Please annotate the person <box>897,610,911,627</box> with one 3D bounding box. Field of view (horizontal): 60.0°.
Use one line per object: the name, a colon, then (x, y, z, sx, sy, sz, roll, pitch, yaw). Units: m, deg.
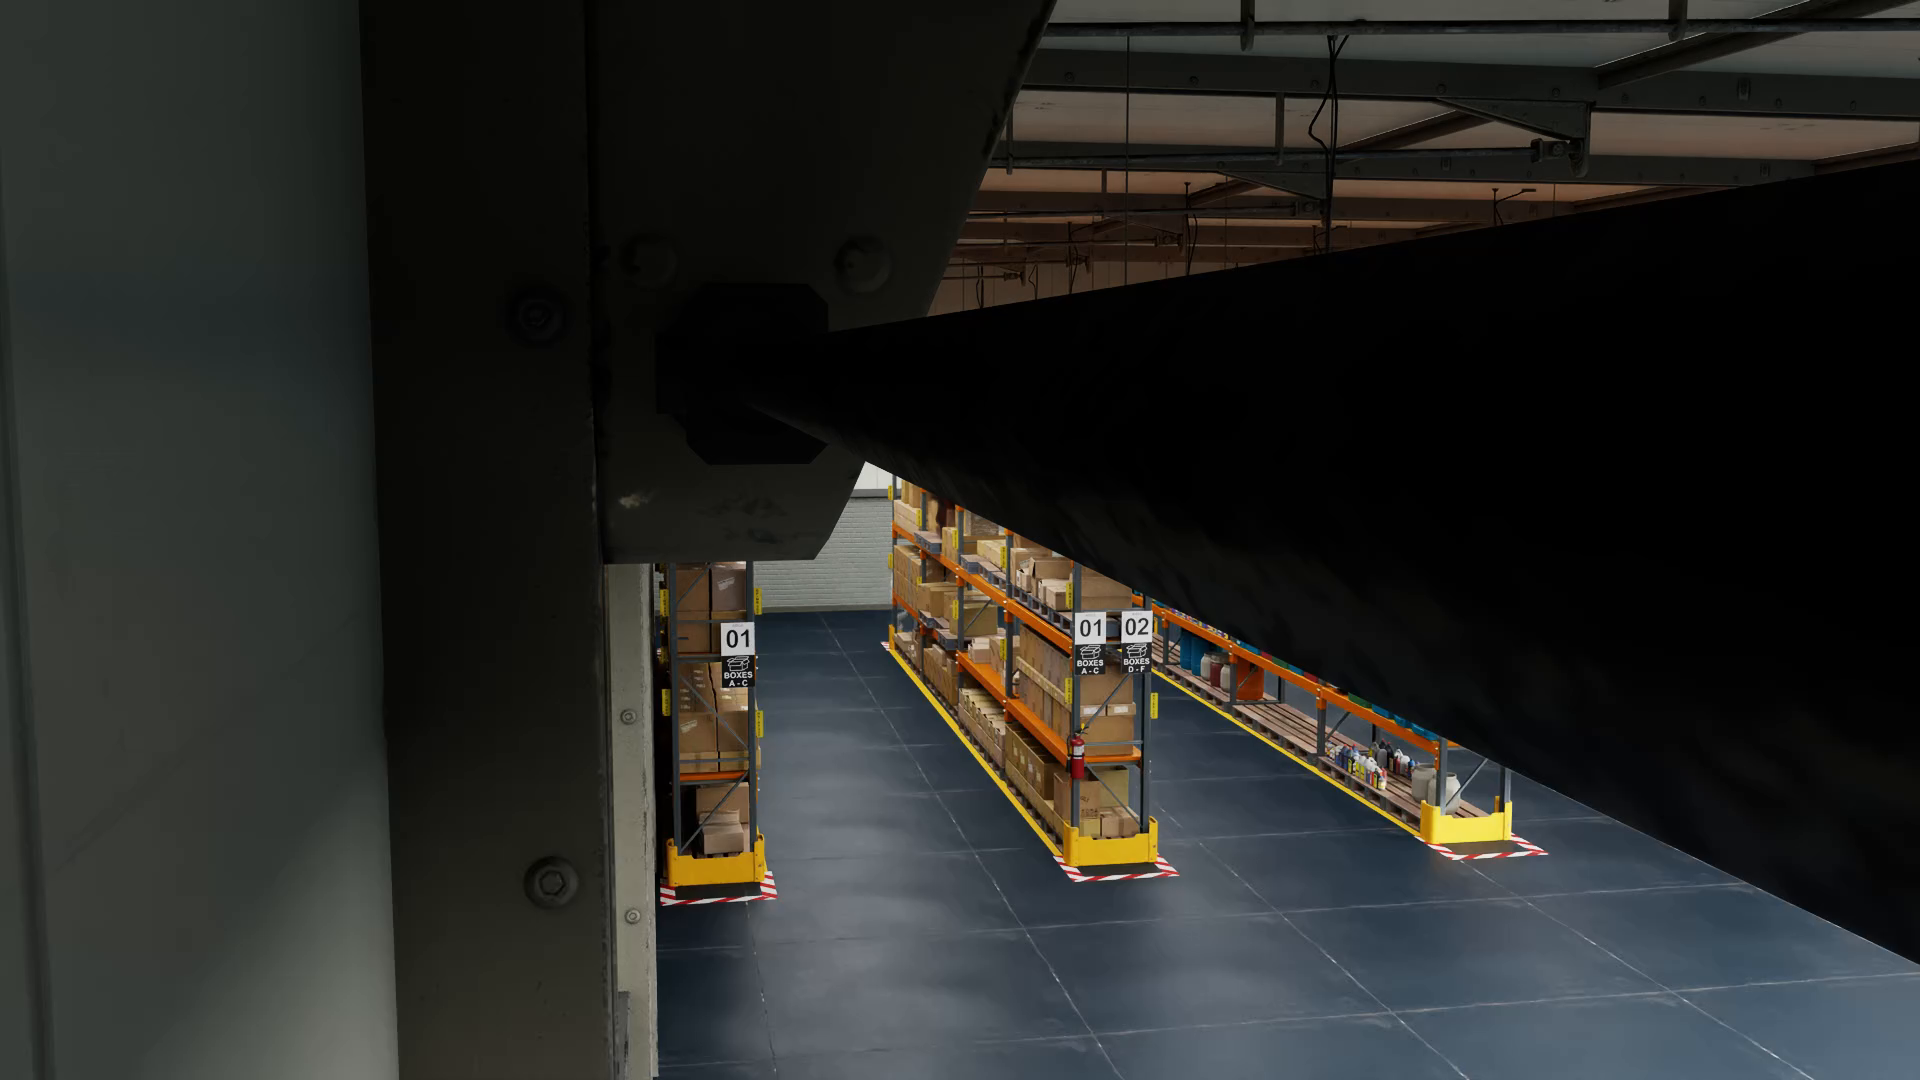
person: (-1.099, 1.351, 38.487, 1.033, 1.740, 0.580, 3, 7, 26)
